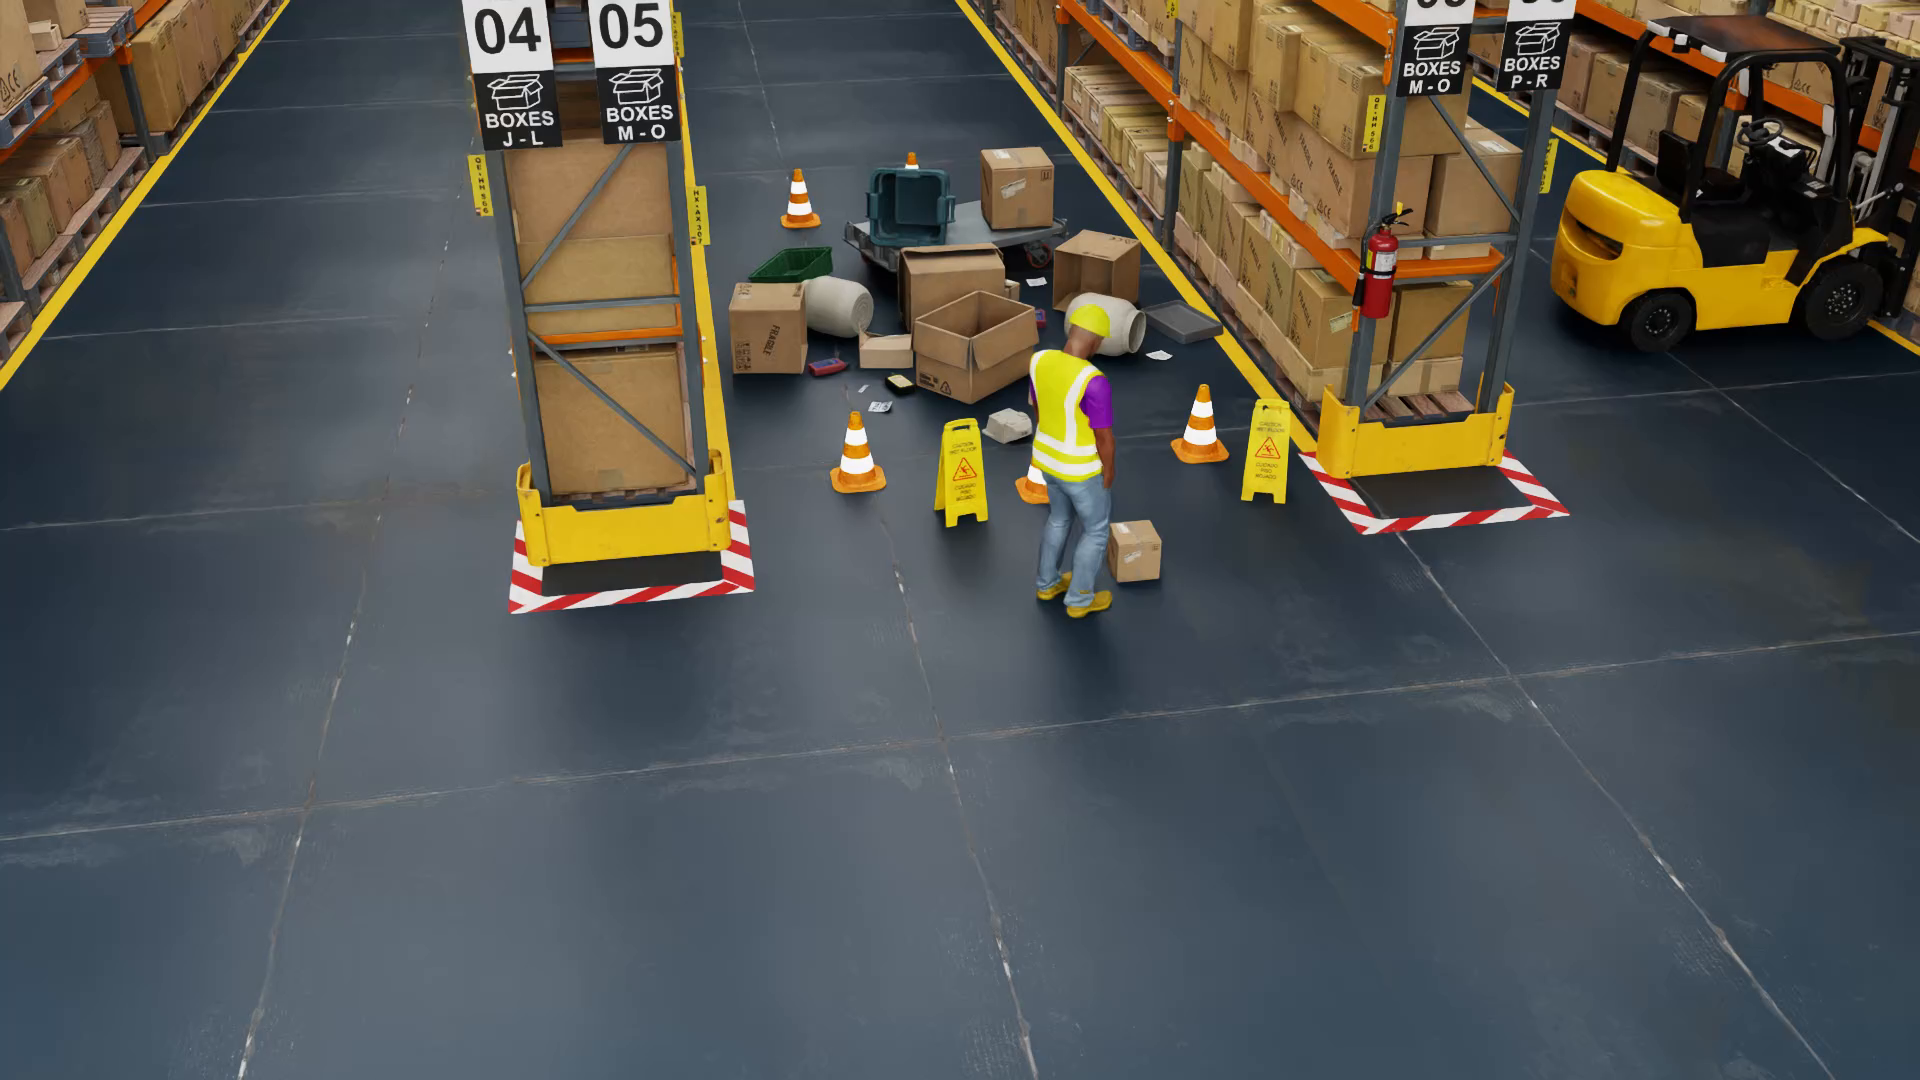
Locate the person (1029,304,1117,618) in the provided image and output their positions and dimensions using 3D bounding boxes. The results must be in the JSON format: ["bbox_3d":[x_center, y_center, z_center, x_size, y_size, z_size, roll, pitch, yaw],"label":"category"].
[{"bbox_3d":[0.611,-0.428,8.877,0.422,1.733,0.584,-22,37,-33],"label":"person"}]
